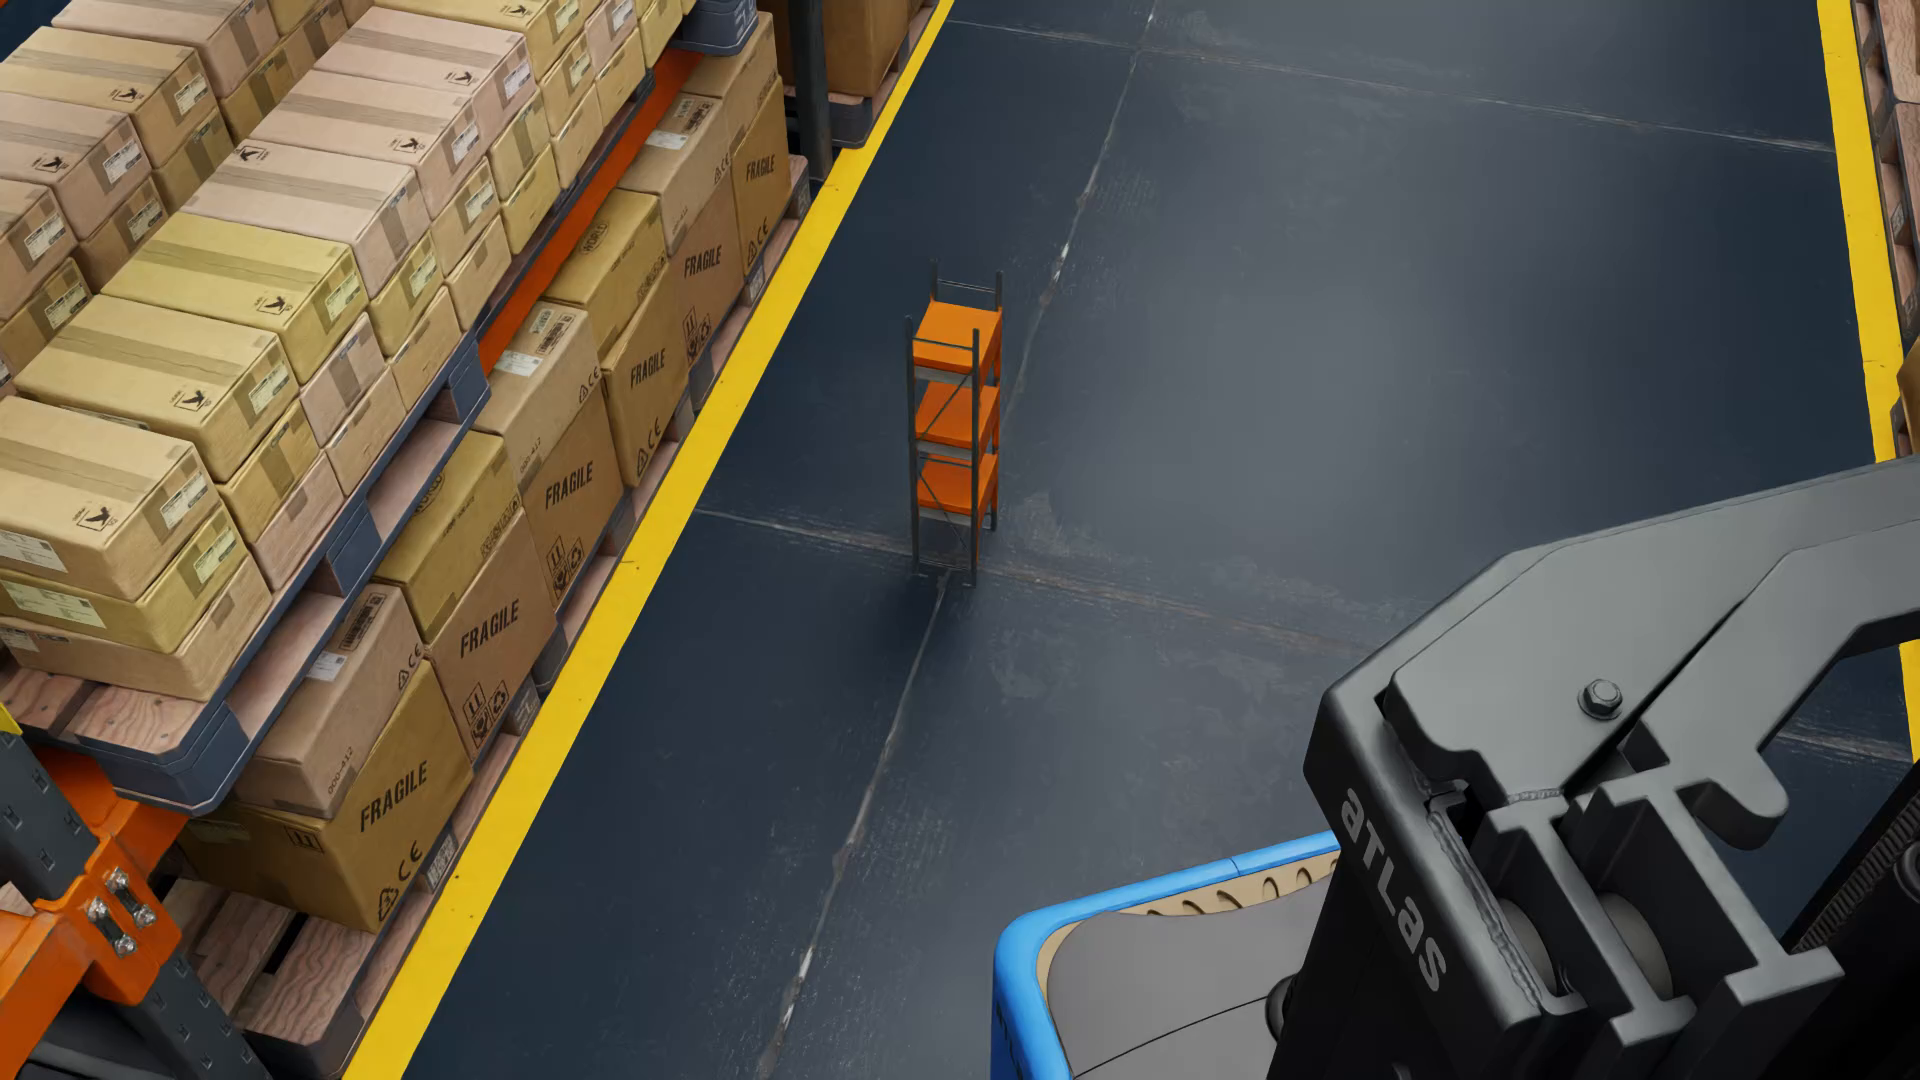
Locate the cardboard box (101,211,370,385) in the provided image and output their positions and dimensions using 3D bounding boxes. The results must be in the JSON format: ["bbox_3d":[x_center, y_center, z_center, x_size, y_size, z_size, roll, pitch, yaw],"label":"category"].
[{"bbox_3d":[-1.364,-0.461,3.147,0.380,0.149,0.250,12,50,10],"label":"cardboard box"}]

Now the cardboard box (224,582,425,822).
[{"bbox_3d":[-1.600,0.332,3.844,0.500,0.250,0.500,10,49,8],"label":"cardboard box"}]

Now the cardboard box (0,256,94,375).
[{"bbox_3d":[-1.998,-0.477,3.359,0.380,0.149,0.250,14,50,12],"label":"cardboard box"}]

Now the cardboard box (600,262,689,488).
[{"bbox_3d":[-1.181,-0.543,5.116,0.500,0.500,0.500,10,49,8],"label":"cardboard box"}]

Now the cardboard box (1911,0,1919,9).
[{"bbox_3d":[4.342,-2.493,6.824,0.700,0.500,0.500,8,49,7],"label":"cardboard box"}]

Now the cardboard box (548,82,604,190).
[{"bbox_3d":[-1.094,-1.003,4.022,0.380,0.149,0.250,10,49,8],"label":"cardboard box"}]

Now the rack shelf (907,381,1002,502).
[{"bbox_3d":[-0.014,-0.302,4.830,0.215,0.259,0.240,12,50,10],"label":"rack shelf"}]

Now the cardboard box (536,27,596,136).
[{"bbox_3d":[-1.092,-1.106,3.915,0.380,0.149,0.250,11,49,9],"label":"cardboard box"}]

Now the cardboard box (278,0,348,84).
[{"bbox_3d":[-1.722,-1.236,4.029,0.380,0.149,0.250,13,50,11],"label":"cardboard box"}]

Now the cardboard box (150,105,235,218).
[{"bbox_3d":[-1.861,-0.863,3.700,0.380,0.149,0.250,9,49,8],"label":"cardboard box"}]

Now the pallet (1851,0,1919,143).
[{"bbox_3d":[4.292,-1.989,6.865,1.003,0.211,1.213,12,50,10],"label":"pallet"}]

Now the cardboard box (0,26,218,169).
[{"bbox_3d":[-1.855,-0.956,3.584,0.380,0.149,0.250,10,49,9],"label":"cardboard box"}]

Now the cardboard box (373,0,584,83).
[{"bbox_3d":[-1.095,-1.204,3.803,0.380,0.149,0.250,13,50,11],"label":"cardboard box"}]

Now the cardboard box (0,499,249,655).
[{"bbox_3d":[-1.502,0.025,2.916,0.380,0.149,0.250,12,50,11],"label":"cardboard box"}]

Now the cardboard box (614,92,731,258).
[{"bbox_3d":[-1.046,-1.166,5.165,0.500,0.250,0.500,12,50,11],"label":"cardboard box"}]

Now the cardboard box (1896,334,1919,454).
[{"bbox_3d":[3.561,-0.408,4.747,1.225,0.875,0.875,9,49,8],"label":"cardboard box"}]

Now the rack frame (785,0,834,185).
[{"bbox_3d":[-0.996,-2.519,5.473,1.000,3.000,0.127,12,50,10],"label":"rack frame"}]

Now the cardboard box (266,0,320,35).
[{"bbox_3d":[-1.718,-1.345,3.927,0.380,0.149,0.250,11,49,10],"label":"cardboard box"}]

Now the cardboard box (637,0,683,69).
[{"bbox_3d":[-0.955,-1.388,4.362,0.380,0.149,0.250,10,49,8],"label":"cardboard box"}]

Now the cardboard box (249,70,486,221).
[{"bbox_3d":[-1.229,-0.826,3.469,0.380,0.149,0.250,11,50,10],"label":"cardboard box"}]

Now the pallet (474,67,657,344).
[{"bbox_3d":[-1.478,-1.016,4.274,1.003,0.211,1.213,12,50,10],"label":"pallet"}]

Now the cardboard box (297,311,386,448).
[{"bbox_3d":[-1.368,-0.349,3.247,0.380,0.149,0.250,13,50,11],"label":"cardboard box"}]

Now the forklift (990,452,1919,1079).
[{"bbox_3d":[0.960,1.428,2.035,1.130,2.935,3.031,-13,50,-11],"label":"forklift"}]

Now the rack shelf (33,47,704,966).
[{"bbox_3d":[-1.523,-0.835,4.466,1.077,0.370,4.000,12,50,10],"label":"rack shelf"}]

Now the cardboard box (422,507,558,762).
[{"bbox_3d":[-1.461,0.197,4.463,0.500,0.500,0.500,14,50,12],"label":"cardboard box"}]

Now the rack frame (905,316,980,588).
[{"bbox_3d":[-0.046,-0.220,4.744,0.200,1.050,0.008,12,50,10],"label":"rack frame"}]

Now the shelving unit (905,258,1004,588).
[{"bbox_3d":[-0.014,-0.309,4.822,0.215,1.050,0.252,12,50,10],"label":"shelving unit"}]

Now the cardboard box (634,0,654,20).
[{"bbox_3d":[-0.956,-1.482,4.246,0.380,0.149,0.250,11,50,10],"label":"cardboard box"}]

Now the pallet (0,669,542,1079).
[{"bbox_3d":[-1.846,0.733,4.462,1.003,0.211,1.213,12,50,10],"label":"pallet"}]

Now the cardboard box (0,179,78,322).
[{"bbox_3d":[-1.992,-0.589,3.260,0.380,0.149,0.250,10,49,9],"label":"cardboard box"}]

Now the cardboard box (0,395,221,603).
[{"bbox_3d":[-1.502,-0.073,2.804,0.380,0.149,0.250,14,50,12],"label":"cardboard box"}]

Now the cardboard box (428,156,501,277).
[{"bbox_3d":[-1.231,-0.733,3.585,0.380,0.149,0.250,13,50,12],"label":"cardboard box"}]

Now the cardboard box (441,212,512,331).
[{"bbox_3d":[-1.231,-0.623,3.687,0.380,0.149,0.250,10,49,8],"label":"cardboard box"}]

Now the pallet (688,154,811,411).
[{"bbox_3d":[-1.203,-1.032,6.020,1.003,0.211,1.213,12,50,10],"label":"pallet"}]

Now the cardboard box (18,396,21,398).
[{"bbox_3d":[-2.068,-0.196,3.310,0.380,0.149,0.250,12,50,10],"label":"cardboard box"}]

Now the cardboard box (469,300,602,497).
[{"bbox_3d":[-1.323,-0.422,4.509,0.500,0.250,0.500,13,50,11],"label":"cardboard box"}]

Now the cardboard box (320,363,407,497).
[{"bbox_3d":[-1.365,-0.258,3.364,0.380,0.149,0.250,12,50,10],"label":"cardboard box"}]

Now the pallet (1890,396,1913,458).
[{"bbox_3d":[3.482,0.011,5.100,1.003,0.211,1.213,12,50,10],"label":"pallet"}]

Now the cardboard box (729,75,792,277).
[{"bbox_3d":[-0.917,-1.304,5.787,0.500,0.500,0.500,11,50,10],"label":"cardboard box"}]

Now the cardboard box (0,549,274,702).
[{"bbox_3d":[-1.502,0.124,3.027,0.380,0.149,0.250,9,49,8],"label":"cardboard box"}]

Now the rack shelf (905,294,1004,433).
[{"bbox_3d":[-0.014,-0.489,4.617,0.215,0.259,0.240,12,50,10],"label":"rack shelf"}]
